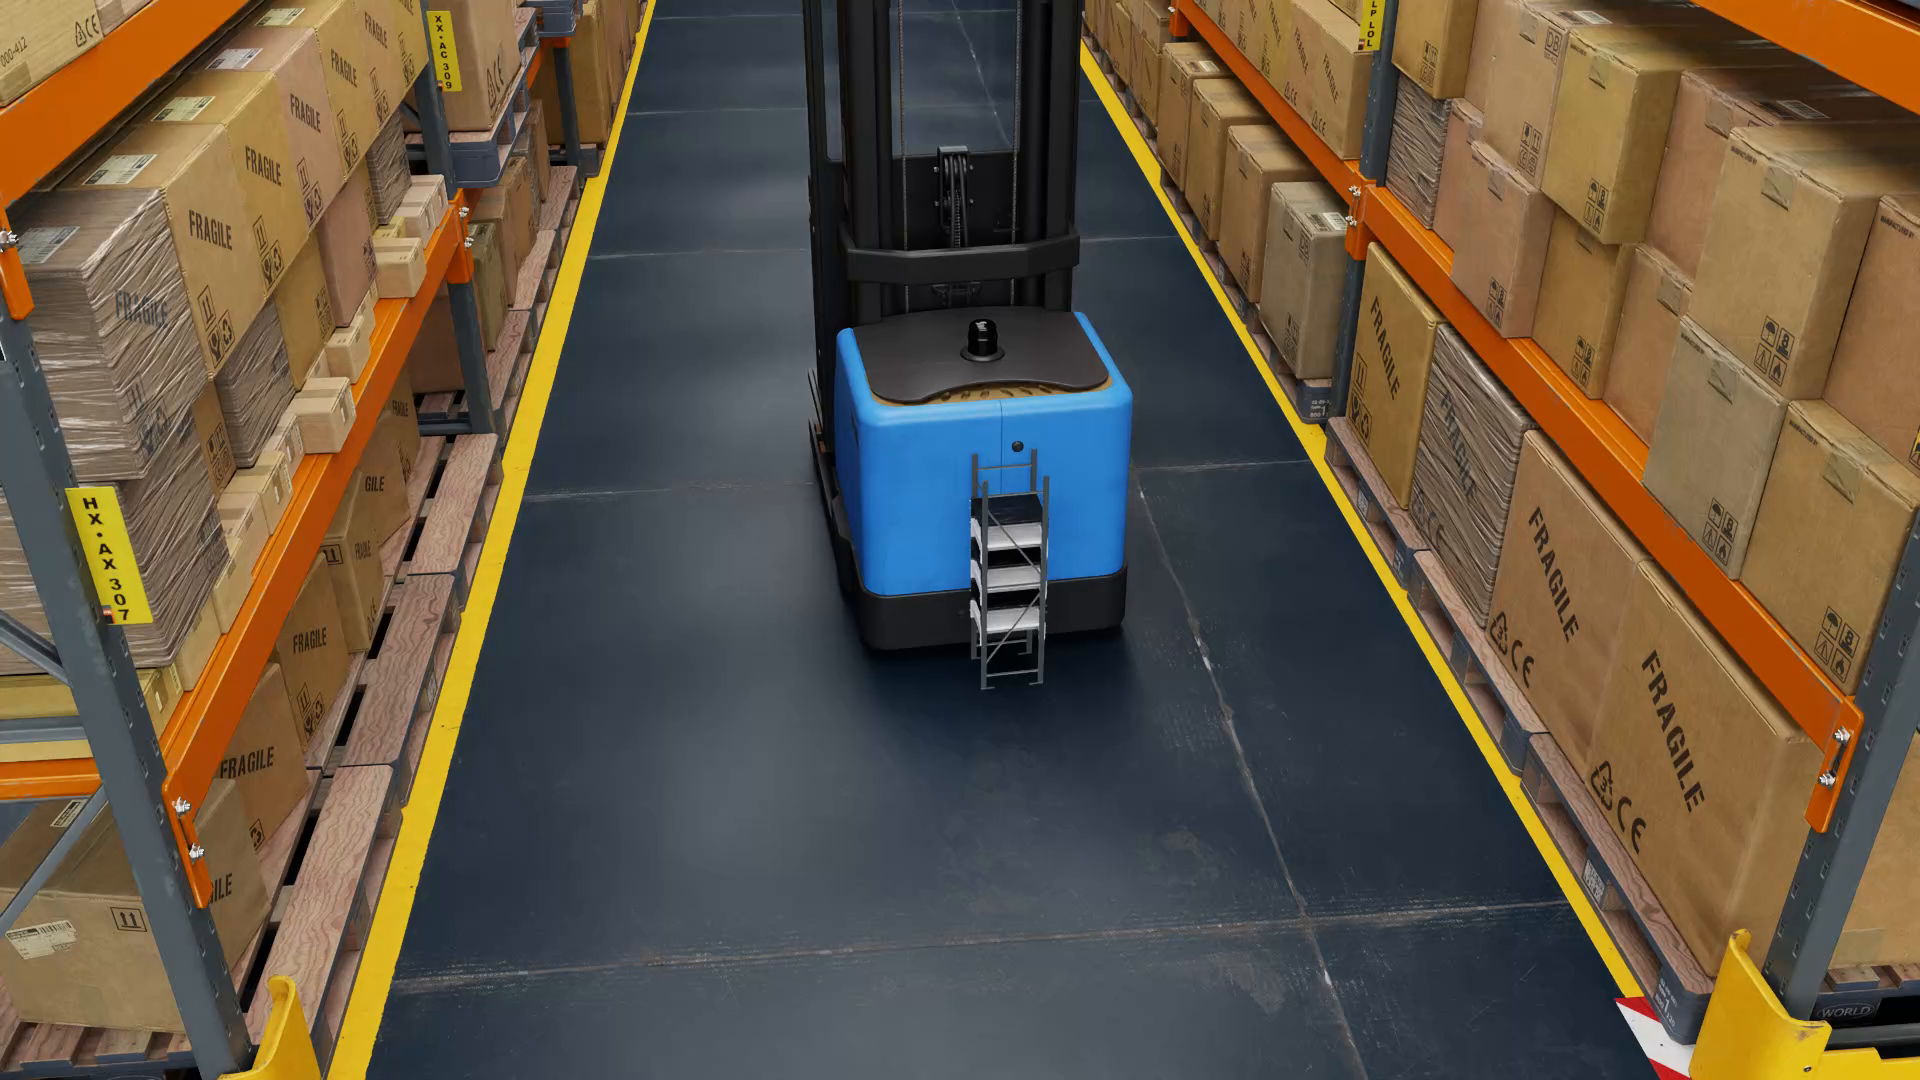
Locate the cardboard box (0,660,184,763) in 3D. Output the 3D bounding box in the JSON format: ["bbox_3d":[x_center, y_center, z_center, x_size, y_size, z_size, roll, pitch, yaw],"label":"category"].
[{"bbox_3d":[-2.081,0.384,3.926,0.380,0.149,0.250,-3,31,-5],"label":"cardboard box"}]

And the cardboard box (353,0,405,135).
[{"bbox_3d":[-2.302,-1.737,5.870,0.500,0.500,0.500,-3,31,-5],"label":"cardboard box"}]

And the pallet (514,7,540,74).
[{"bbox_3d":[-2.814,-2.560,8.798,1.003,0.211,1.213,-3,31,-5],"label":"pallet"}]

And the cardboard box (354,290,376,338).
[{"bbox_3d":[-2.285,-0.765,5.850,0.380,0.149,0.250,-3,31,-5],"label":"cardboard box"}]

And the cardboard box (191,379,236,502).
[{"bbox_3d":[-2.482,-0.269,4.387,0.875,0.500,0.500,-3,31,-5],"label":"cardboard box"}]

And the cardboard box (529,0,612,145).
[{"bbox_3d":[-3.083,-3.273,11.466,1.225,0.875,0.875,-4,31,-7],"label":"cardboard box"}]

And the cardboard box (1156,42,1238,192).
[{"bbox_3d":[1.876,-2.736,10.690,1.050,0.750,0.750,-3,31,-5],"label":"cardboard box"}]

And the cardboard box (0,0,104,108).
[{"bbox_3d":[-2.080,-1.048,3.301,0.500,0.250,0.500,-2,31,-3],"label":"cardboard box"}]

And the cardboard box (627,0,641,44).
[{"bbox_3d":[-3.333,-4.636,13.748,1.225,0.875,0.875,-3,31,-4],"label":"cardboard box"}]

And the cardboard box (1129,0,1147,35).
[{"bbox_3d":[1.525,-3.860,12.084,0.500,0.250,0.500,-2,31,-4],"label":"cardboard box"}]

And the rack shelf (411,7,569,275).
[{"bbox_3d":[-2.852,-2.321,8.912,1.077,0.370,4.000,-3,31,-5],"label":"rack shelf"}]

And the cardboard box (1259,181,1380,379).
[{"bbox_3d":[2.135,-1.322,8.322,1.050,0.750,0.750,-3,31,-5],"label":"cardboard box"}]

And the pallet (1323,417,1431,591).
[{"bbox_3d":[2.275,-0.206,7.389,1.003,0.211,1.213,-3,31,-5],"label":"pallet"}]

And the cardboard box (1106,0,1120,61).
[{"bbox_3d":[1.453,-4.060,13.150,0.500,0.500,0.500,-2,31,-4],"label":"cardboard box"}]

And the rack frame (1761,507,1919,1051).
[{"bbox_3d":[2.653,0.247,3.911,0.949,2.616,0.053,-3,31,-5],"label":"rack frame"}]

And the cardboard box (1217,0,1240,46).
[{"bbox_3d":[1.779,-3.121,9.452,0.500,0.500,0.500,-3,31,-5],"label":"cardboard box"}]

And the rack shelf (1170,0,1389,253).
[{"bbox_3d":[2.095,-2.507,9.224,1.077,0.370,4.000,-3,31,-5],"label":"rack shelf"}]

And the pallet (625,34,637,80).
[{"bbox_3d":[-3.266,-4.106,13.918,1.003,0.211,1.213,-3,31,-5],"label":"pallet"}]

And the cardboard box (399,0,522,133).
[{"bbox_3d":[-2.600,-2.459,7.447,1.000,1.000,1.000,-3,31,-4],"label":"cardboard box"}]

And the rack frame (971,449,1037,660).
[{"bbox_3d":[0.162,0.067,6.261,0.240,0.900,0.006,-5,31,-9],"label":"rack frame"}]

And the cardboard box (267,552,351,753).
[{"bbox_3d":[-2.463,0.383,5.713,0.500,0.500,0.500,0,31,0],"label":"cardboard box"}]

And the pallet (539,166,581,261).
[{"bbox_3d":[-2.968,-2.055,10.484,1.003,0.211,1.213,-3,31,-5],"label":"pallet"}]

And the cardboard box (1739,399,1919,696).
[{"bbox_3d":[2.576,-0.004,4.186,0.875,0.550,0.550,-3,31,-5],"label":"cardboard box"}]

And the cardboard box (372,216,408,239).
[{"bbox_3d":[-2.375,-1.147,6.490,0.380,0.149,0.250,-3,31,-5],"label":"cardboard box"}]

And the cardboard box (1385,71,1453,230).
[{"bbox_3d":[2.329,-1.671,6.977,0.875,0.550,0.550,-3,31,-5],"label":"cardboard box"}]

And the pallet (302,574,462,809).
[{"bbox_3d":[-2.450,0.554,6.117,1.003,0.211,1.213,-3,31,-5],"label":"pallet"}]

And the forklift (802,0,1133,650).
[{"bbox_3d":[-0.109,-1.576,7.030,1.130,2.935,3.031,-5,31,-9],"label":"forklift"}]

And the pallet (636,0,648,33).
[{"bbox_3d":[-3.406,-4.888,15.228,1.003,0.211,1.213,-3,31,-5],"label":"pallet"}]

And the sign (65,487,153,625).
[{"bbox_3d":[-1.752,0.036,3.421,0.100,0.325,0.005,-3,31,-5],"label":"sign"}]

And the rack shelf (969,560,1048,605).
[{"bbox_3d":[0.180,0.147,6.192,0.258,0.077,0.200,-5,31,-9],"label":"rack shelf"}]

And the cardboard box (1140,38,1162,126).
[{"bbox_3d":[1.587,-3.268,11.824,0.500,0.500,0.500,-3,31,-5],"label":"cardboard box"}]

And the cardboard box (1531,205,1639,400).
[{"bbox_3d":[2.485,-0.845,5.593,0.875,0.550,0.500,-3,31,-5],"label":"cardboard box"}]

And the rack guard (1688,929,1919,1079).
[{"bbox_3d":[2.658,1.333,4.531,1.175,0.500,0.348,-3,31,-5],"label":"rack guard"}]

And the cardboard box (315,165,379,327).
[{"bbox_3d":[-2.526,-1.039,5.677,0.875,0.500,0.500,-3,31,-5],"label":"cardboard box"}]

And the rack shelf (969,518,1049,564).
[{"bbox_3d":[0.180,-0.008,6.100,0.258,0.077,0.200,-5,31,-9],"label":"rack shelf"}]

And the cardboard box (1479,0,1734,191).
[{"bbox_3d":[2.363,-1.575,5.763,0.875,0.550,0.550,-3,31,-5],"label":"cardboard box"}]

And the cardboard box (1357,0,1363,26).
[{"bbox_3d":[2.230,-2.520,7.472,0.700,0.500,0.500,-3,31,-5],"label":"cardboard box"}]

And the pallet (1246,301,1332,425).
[{"bbox_3d":[2.135,-0.988,8.698,1.003,0.211,1.213,-3,31,-5],"label":"pallet"}]

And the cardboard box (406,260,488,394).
[{"bbox_3d":[-2.702,-1.039,8.073,0.700,0.500,0.500,-5,31,-8],"label":"cardboard box"}]

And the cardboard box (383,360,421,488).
[{"bbox_3d":[-2.668,-0.510,7.207,0.500,0.500,0.500,-4,31,-6],"label":"cardboard box"}]

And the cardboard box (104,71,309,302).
[{"bbox_3d":[-2.160,-0.971,4.588,0.500,0.500,0.500,-3,31,-5],"label":"cardboard box"}]

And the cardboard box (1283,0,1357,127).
[{"bbox_3d":[1.920,-2.349,8.161,0.500,0.500,0.500,-3,31,-5],"label":"cardboard box"}]

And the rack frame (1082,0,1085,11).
[{"bbox_3d":[1.535,-5.879,14.168,1.000,3.000,0.127,-3,31,-5],"label":"rack frame"}]

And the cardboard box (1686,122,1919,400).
[{"bbox_3d":[2.517,-0.748,4.378,0.875,0.550,0.550,-3,31,-5],"label":"cardboard box"}]

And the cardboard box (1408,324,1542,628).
[{"bbox_3d":[2.359,-0.279,6.454,0.875,0.875,0.875,-3,31,-4],"label":"cardboard box"}]

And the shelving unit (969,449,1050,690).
[{"bbox_3d":[0.180,0.118,6.175,0.258,0.900,0.210,-5,31,-9],"label":"shelving unit"}]

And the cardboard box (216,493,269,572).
[{"bbox_3d":[-2.138,0.001,4.569,0.380,0.149,0.250,-3,31,-5],"label":"cardboard box"}]

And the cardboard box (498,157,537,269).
[{"bbox_3d":[-2.832,-1.854,9.437,0.700,0.500,0.500,0,31,0],"label":"cardboard box"}]

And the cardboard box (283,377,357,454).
[{"bbox_3d":[-2.125,-0.386,5.216,0.380,0.149,0.250,-3,31,-5],"label":"cardboard box"}]

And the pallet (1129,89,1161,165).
[{"bbox_3d":[1.837,-3.039,12.132,1.003,0.211,1.213,-3,31,-5],"label":"pallet"}]
